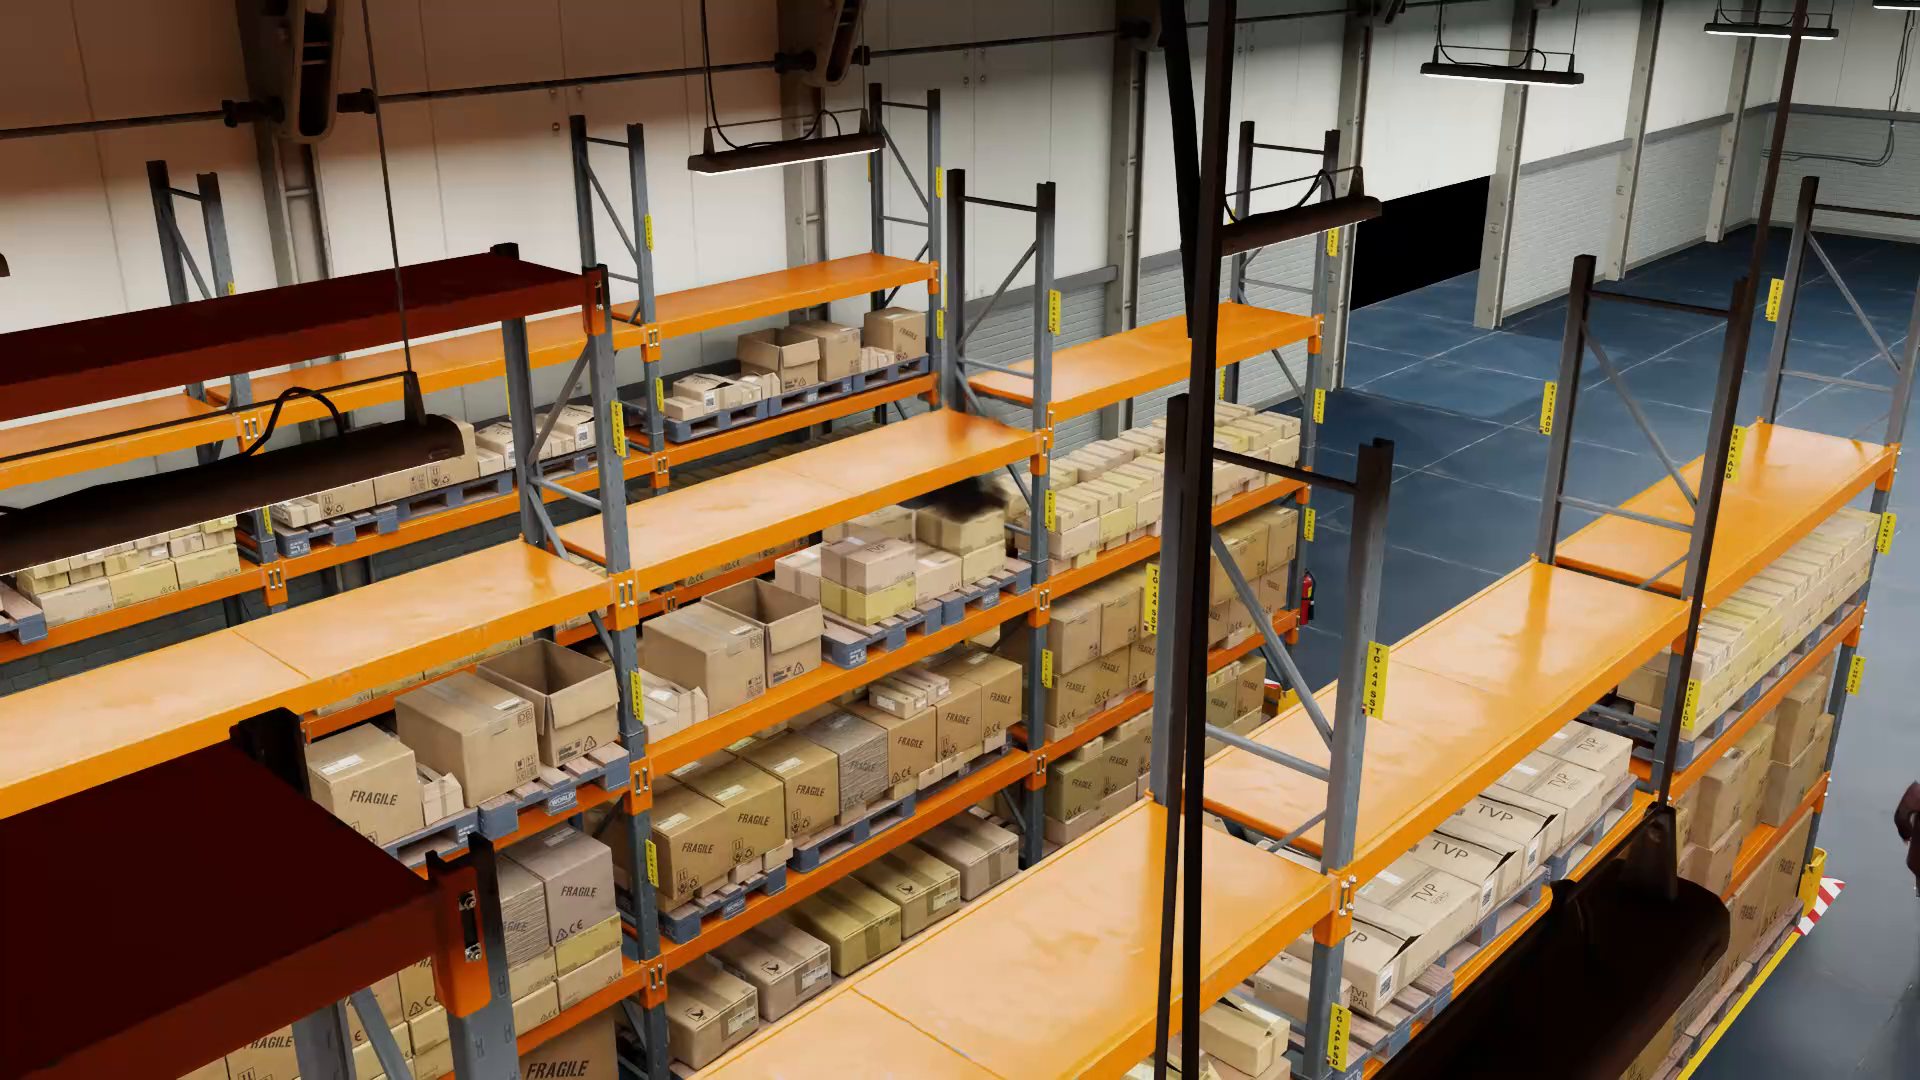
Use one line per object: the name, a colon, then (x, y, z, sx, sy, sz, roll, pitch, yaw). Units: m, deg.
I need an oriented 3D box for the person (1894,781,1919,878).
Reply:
person: (7.821, 2.495, 13.283, 0.759, 1.736, 0.612, 9, 23, 21)
